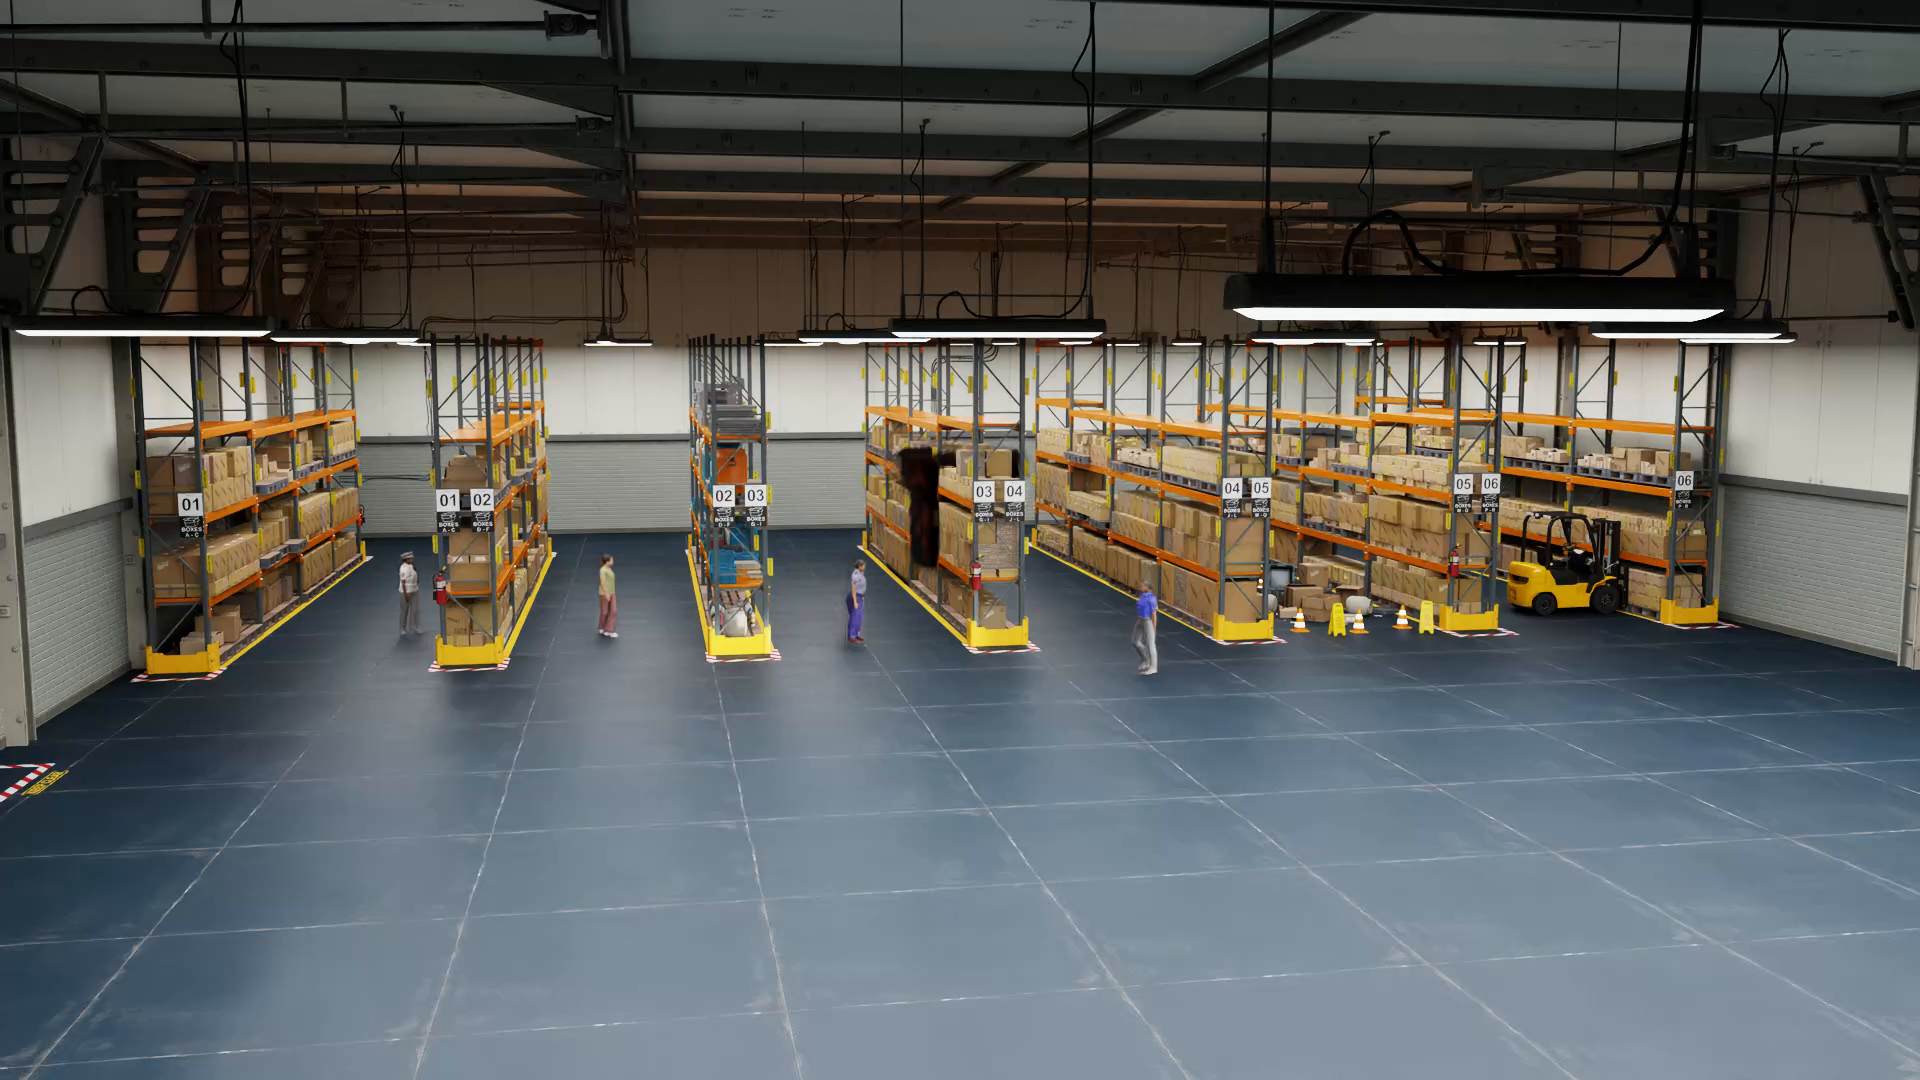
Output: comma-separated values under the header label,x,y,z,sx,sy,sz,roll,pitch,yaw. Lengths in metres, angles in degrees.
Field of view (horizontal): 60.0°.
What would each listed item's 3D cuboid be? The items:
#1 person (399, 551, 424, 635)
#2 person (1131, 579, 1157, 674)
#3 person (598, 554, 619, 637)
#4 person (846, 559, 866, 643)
label,x,y,z,sx,sy,sz,roll,pitch,yaw
person,-11.101,1.068,33.472,0.430,1.681,0.482,3,7,21
person,3.312,1.519,29.489,0.404,1.675,0.564,-3,7,-28
person,-7.097,1.105,33.260,0.608,1.670,0.448,4,8,33
person,-2.037,1.187,32.598,0.390,1.658,0.509,1,7,9
